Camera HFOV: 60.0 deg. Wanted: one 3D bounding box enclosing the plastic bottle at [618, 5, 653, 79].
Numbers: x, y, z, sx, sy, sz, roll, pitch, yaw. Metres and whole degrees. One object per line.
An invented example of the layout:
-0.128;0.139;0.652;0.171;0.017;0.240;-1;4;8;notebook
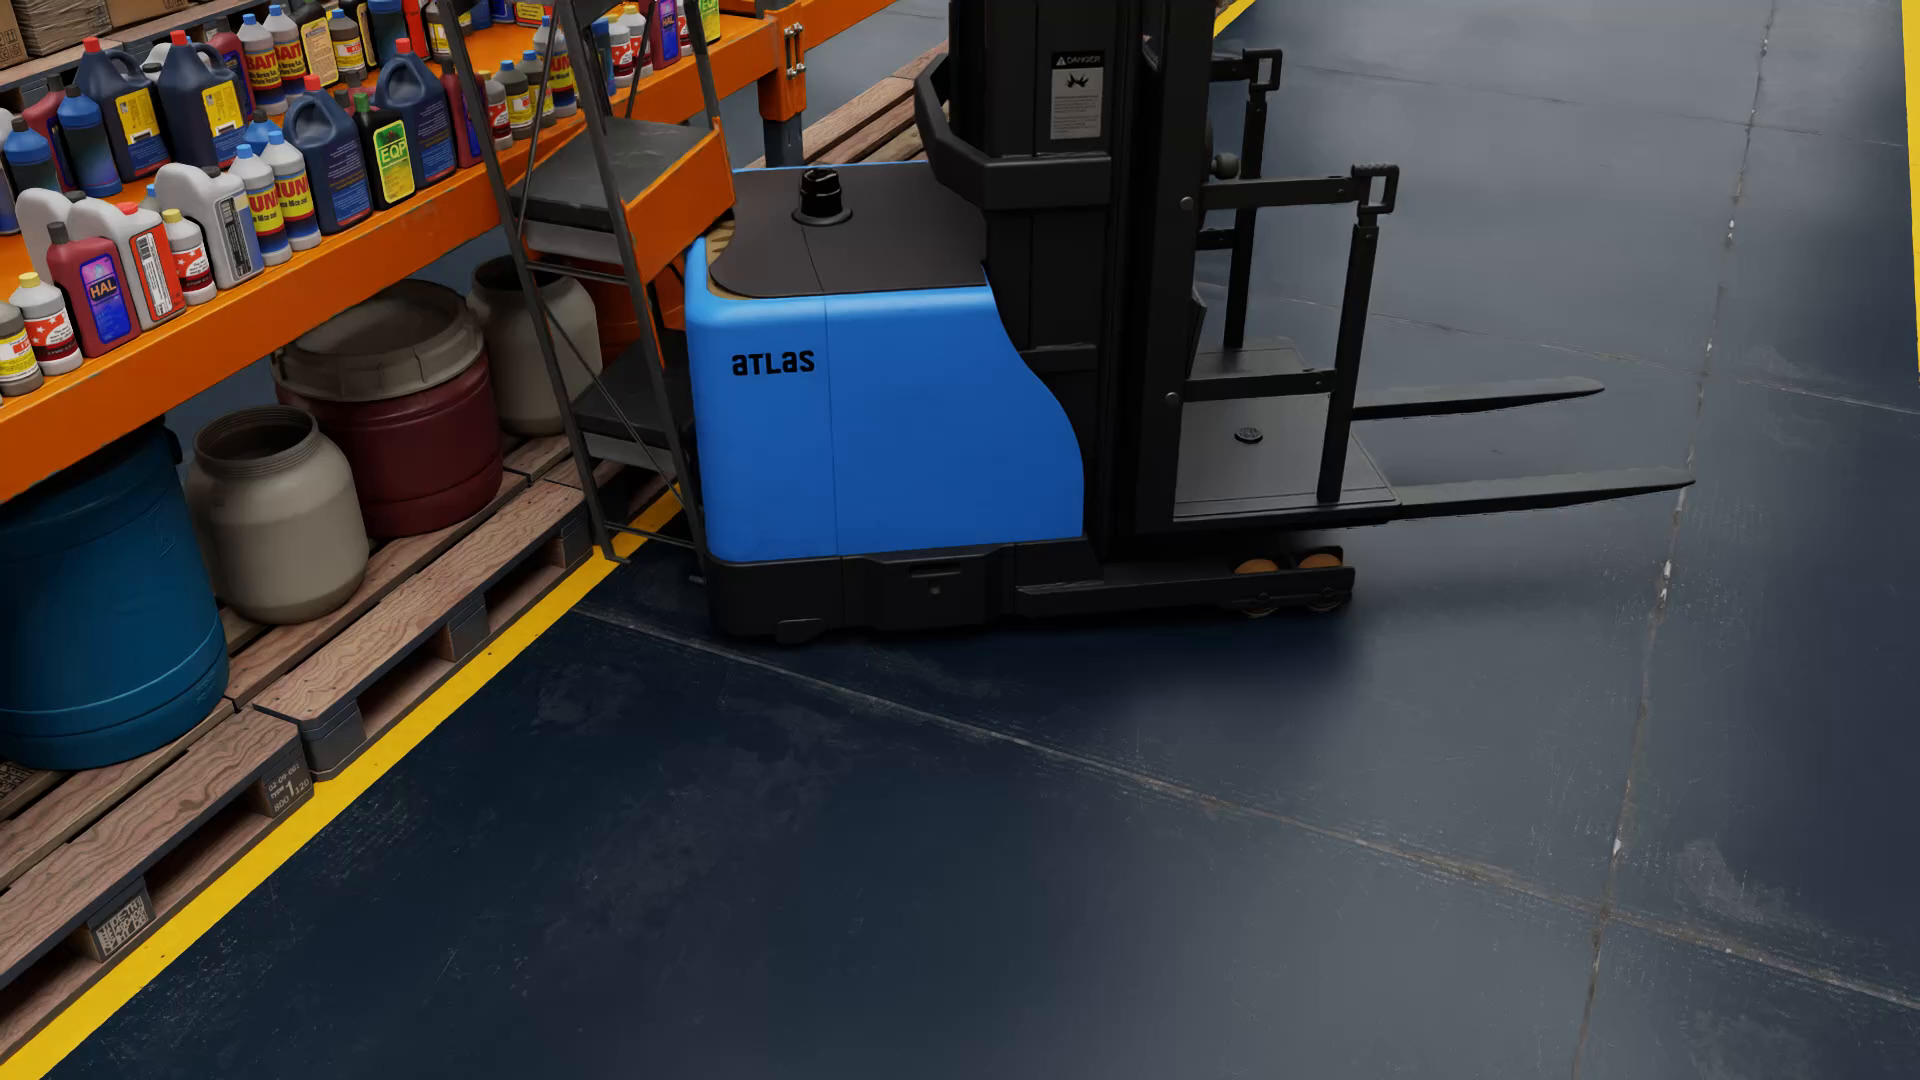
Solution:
-0.975;-1.494;4.974;0.097;0.201;0.097;0;33;0;plastic bottle

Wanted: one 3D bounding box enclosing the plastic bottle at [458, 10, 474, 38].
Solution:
-1.621;-1.720;5.319;0.097;0.201;0.097;0;33;0;plastic bottle

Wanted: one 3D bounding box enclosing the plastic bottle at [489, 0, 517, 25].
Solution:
-1.507;-1.851;5.451;0.152;0.276;0.135;14;36;20;plastic bottle

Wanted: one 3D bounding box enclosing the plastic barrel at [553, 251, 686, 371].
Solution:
-1.221;-1.065;5.735;0.600;0.830;0.708;14;36;20;plastic barrel

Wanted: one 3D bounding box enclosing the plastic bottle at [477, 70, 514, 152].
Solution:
-1.260;-1.154;4.456;0.097;0.201;0.097;0;33;0;plastic bottle

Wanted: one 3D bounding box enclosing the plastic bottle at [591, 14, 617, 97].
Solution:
-1.057;-1.426;4.807;0.097;0.271;0.097;0;33;0;plastic bottle

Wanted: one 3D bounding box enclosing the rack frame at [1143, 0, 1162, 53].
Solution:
0.641;-4.037;8.670;1.000;3.000;0.127;14;36;20;rack frame

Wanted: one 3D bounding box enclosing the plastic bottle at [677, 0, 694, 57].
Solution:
-0.879;-1.609;5.149;0.097;0.201;0.097;0;33;0;plastic bottle

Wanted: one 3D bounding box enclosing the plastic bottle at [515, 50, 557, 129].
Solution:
-1.179;-1.251;4.604;0.097;0.201;0.097;0;33;0;plastic bottle

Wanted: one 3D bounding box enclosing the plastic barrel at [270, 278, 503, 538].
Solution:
-1.694;-0.402;4.943;0.600;0.588;0.708;14;36;20;plastic barrel

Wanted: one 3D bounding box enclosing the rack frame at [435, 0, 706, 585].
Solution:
-1.014;-0.704;4.411;0.400;2.100;0.015;13;44;22;rack frame

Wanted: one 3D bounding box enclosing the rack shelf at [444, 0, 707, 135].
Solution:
-0.975;-1.377;4.135;0.431;0.518;0.480;13;44;22;rack shelf

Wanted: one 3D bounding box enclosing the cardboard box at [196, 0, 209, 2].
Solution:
-4.584;-3.499;9.729;0.700;0.500;0.500;11;35;16;cardboard box

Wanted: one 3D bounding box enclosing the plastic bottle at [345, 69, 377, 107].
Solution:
-1.500;-1.068;4.250;0.061;0.283;0.133;14;36;20;plastic bottle

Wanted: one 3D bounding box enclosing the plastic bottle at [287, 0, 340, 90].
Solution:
-1.894;-1.453;4.836;0.061;0.283;0.133;14;36;20;plastic bottle

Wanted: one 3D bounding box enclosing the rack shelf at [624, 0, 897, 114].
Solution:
-0.195;-2.740;7.349;1.077;0.370;4.000;14;36;20;rack shelf

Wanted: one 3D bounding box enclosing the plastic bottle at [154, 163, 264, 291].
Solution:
-1.682;-0.720;3.726;0.152;0.276;0.135;14;36;20;plastic bottle

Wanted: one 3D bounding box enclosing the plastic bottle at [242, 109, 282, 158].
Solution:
-1.658;-0.900;4.004;0.097;0.271;0.097;0;33;0;plastic bottle

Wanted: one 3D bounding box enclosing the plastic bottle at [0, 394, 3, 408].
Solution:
-1.940;-0.375;3.204;0.097;0.271;0.097;0;33;0;plastic bottle

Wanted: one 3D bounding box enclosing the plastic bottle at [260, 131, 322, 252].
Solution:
-1.567;-0.818;3.880;0.097;0.271;0.097;0;33;0;plastic bottle

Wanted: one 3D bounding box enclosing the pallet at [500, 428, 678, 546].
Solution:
-1.324;-0.476;5.783;1.003;0.211;1.213;14;36;20;pallet

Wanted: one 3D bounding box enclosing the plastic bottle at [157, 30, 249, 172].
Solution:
-1.963;-1.145;4.306;0.144;0.351;0.185;14;36;20;plastic bottle

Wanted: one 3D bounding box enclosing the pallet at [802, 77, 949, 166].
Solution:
-0.161;-1.861;7.895;1.003;0.211;1.213;14;36;20;pallet

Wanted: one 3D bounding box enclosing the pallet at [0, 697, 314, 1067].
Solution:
-2.345;0.739;3.930;1.003;0.211;1.213;14;36;20;pallet

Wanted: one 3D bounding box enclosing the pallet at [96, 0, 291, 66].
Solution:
-4.691;-3.009;9.646;1.003;0.211;1.213;14;36;20;pallet

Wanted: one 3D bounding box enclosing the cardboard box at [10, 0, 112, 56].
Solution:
-5.048;-2.937;8.872;0.700;0.500;0.500;11;35;17;cardboard box

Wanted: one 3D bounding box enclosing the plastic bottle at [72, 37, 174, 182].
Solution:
-2.157;-1.113;4.257;0.144;0.351;0.185;14;36;20;plastic bottle

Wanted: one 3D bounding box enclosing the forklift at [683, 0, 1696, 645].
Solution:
0.723;-1.286;4.539;3.031;2.935;1.130;-4;34;-7;forklift

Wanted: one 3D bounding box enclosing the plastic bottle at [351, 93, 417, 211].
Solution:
-1.425;-0.968;4.098;0.061;0.283;0.133;14;36;20;plastic bottle

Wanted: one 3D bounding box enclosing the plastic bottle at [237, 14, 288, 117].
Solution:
-1.967;-1.337;4.672;0.097;0.271;0.097;0;33;0;plastic bottle

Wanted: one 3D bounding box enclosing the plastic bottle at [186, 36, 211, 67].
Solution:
-2.063;-1.223;4.496;0.097;0.271;0.097;0;33;0;plastic bottle

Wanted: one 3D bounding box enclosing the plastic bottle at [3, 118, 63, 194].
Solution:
-2.196;-0.865;3.951;0.097;0.271;0.097;0;33;0;plastic bottle

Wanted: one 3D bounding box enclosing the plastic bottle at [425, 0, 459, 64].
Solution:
-1.579;-1.570;5.090;0.097;0.201;0.097;0;33;0;plastic bottle

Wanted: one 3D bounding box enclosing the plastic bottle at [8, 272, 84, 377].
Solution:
-1.858;-0.443;3.371;0.097;0.201;0.097;0;33;0;plastic bottle

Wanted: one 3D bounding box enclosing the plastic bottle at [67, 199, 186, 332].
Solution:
-1.779;-0.605;3.550;0.152;0.276;0.135;14;36;20;plastic bottle

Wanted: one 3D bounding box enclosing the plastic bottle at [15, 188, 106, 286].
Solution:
-1.917;-0.639;3.603;0.152;0.276;0.135;14;36;20;plastic bottle

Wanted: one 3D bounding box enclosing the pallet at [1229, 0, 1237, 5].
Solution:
1.469;-3.805;10.861;1.003;0.211;1.213;14;36;20;pallet

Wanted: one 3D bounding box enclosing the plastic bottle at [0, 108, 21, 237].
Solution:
-2.317;-0.886;3.979;0.152;0.276;0.135;14;36;20;plastic bottle

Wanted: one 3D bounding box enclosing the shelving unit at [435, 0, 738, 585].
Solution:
-0.912;-0.854;4.575;0.431;2.100;0.503;13;44;22;shelving unit

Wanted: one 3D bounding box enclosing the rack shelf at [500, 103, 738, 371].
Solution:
-0.911;-0.843;4.583;0.431;0.518;0.480;13;44;22;rack shelf

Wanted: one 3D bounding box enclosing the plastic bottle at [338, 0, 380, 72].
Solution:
-1.798;-1.568;5.011;0.061;0.283;0.133;14;36;20;plastic bottle

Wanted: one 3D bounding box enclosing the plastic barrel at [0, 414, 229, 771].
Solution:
-2.166;0.030;3.999;0.600;0.901;0.708;14;36;20;plastic barrel
